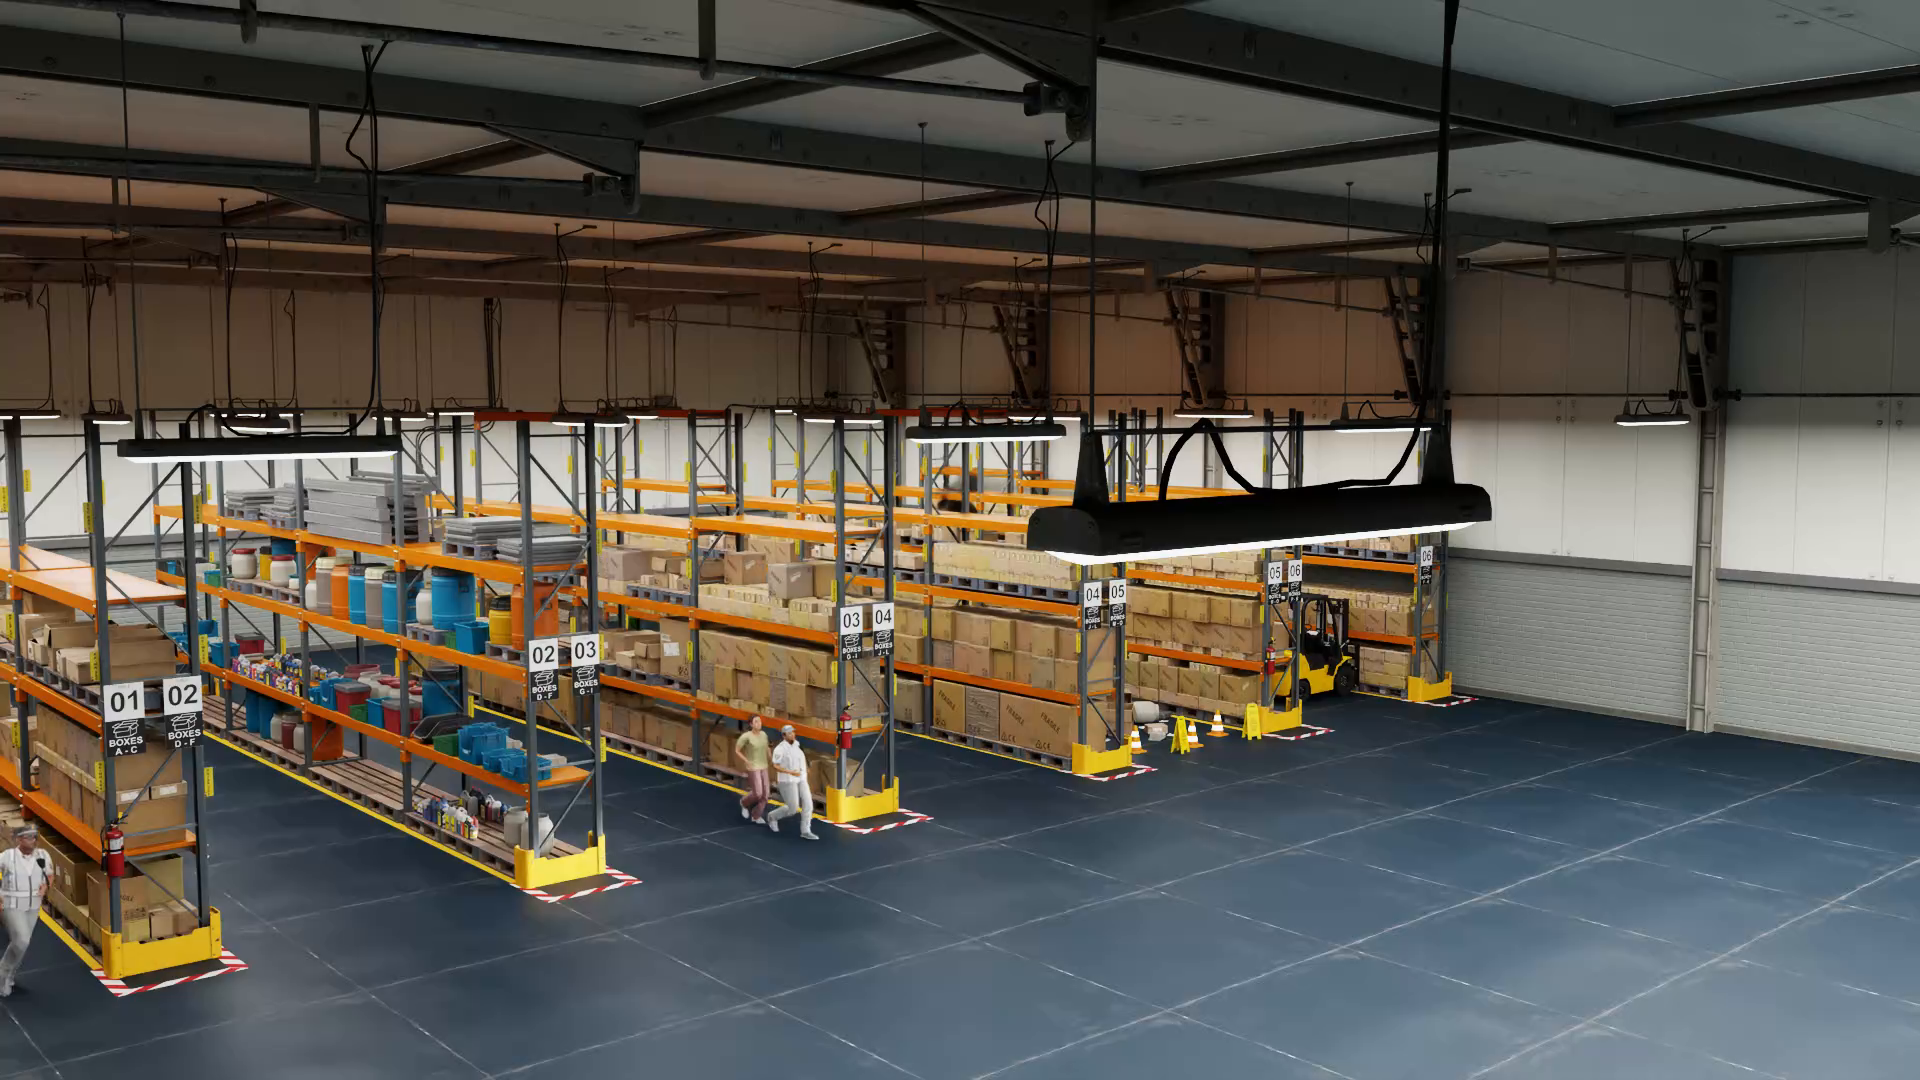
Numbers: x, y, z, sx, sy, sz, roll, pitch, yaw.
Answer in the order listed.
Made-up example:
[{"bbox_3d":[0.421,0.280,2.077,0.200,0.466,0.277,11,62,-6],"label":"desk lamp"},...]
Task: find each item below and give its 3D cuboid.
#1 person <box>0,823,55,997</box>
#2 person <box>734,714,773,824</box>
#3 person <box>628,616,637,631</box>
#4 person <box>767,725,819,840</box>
[{"bbox_3d":[-9.985,3.915,17.729,0.637,1.777,0.674,3,6,29],"label":"person"},{"bbox_3d":[-2.997,3.367,24.497,0.576,1.622,0.559,-5,7,-42],"label":"person"},{"bbox_3d":[-8.208,1.793,41.763,0.792,1.820,0.669,-4,6,-35],"label":"person"},{"bbox_3d":[-2.344,3.443,23.747,0.806,1.612,0.619,4,6,39],"label":"person"}]
